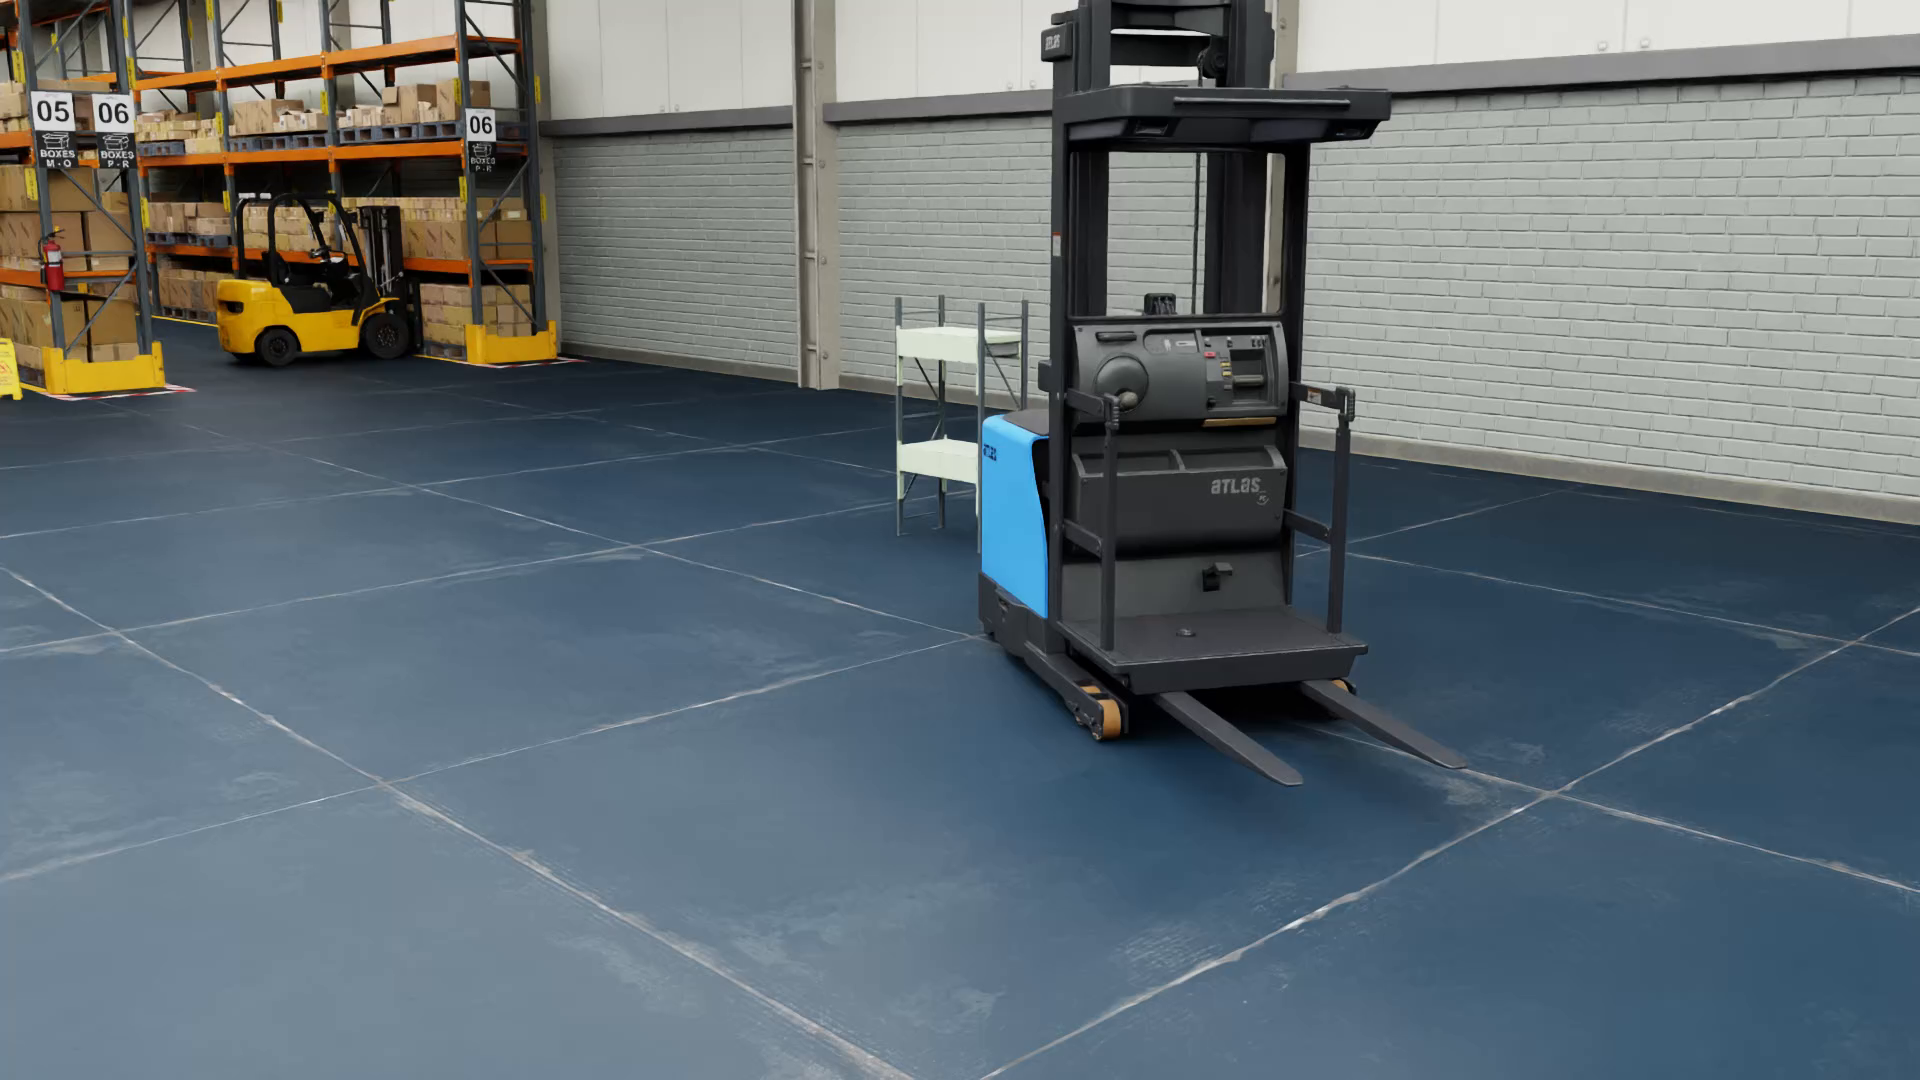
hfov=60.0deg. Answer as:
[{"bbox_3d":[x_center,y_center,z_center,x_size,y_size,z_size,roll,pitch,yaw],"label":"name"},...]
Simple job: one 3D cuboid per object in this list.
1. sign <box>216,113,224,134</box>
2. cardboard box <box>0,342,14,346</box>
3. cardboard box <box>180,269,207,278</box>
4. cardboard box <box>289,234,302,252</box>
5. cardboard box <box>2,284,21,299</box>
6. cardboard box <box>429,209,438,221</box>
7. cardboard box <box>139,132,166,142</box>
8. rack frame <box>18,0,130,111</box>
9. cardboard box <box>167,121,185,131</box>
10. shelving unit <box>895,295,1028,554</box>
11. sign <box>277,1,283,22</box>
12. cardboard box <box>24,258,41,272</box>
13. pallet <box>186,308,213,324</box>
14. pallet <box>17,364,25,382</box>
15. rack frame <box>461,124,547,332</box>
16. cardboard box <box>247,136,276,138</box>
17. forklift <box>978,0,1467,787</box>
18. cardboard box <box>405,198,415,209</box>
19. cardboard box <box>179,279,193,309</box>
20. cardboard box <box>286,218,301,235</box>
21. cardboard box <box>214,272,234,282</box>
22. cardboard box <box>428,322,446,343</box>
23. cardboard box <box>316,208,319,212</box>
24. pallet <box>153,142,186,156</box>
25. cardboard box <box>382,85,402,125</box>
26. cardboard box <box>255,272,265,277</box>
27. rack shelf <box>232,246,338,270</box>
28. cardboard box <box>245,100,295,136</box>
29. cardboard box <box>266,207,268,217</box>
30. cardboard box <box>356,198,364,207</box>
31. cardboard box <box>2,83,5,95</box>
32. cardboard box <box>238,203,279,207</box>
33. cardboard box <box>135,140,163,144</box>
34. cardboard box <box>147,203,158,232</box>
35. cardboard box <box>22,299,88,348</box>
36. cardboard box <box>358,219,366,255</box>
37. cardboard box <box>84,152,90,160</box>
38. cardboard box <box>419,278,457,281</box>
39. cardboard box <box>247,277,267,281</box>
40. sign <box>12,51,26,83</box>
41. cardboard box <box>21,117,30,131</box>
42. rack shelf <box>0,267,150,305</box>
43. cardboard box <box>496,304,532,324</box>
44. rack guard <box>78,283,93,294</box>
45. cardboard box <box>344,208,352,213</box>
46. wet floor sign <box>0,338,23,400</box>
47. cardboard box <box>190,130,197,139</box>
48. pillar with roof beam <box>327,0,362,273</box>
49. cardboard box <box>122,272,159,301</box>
[{"bbox_3d":[-11.818,-6.652,26.550,0.100,0.325,0.005,-11,16,-43],"label":"sign"},{"bbox_3d":[-10.957,-2.237,19.608,0.500,0.250,0.500,11,16,43],"label":"cardboard box"},{"bbox_3d":[-13.499,-4.695,29.311,0.380,0.149,0.250,-11,16,-44],"label":"cardboard box"},{"bbox_3d":[-9.871,-4.534,25.357,0.500,0.250,0.500,-11,16,-42],"label":"cardboard box"},{"bbox_3d":[-10.883,-2.890,19.311,0.380,0.149,0.250,-10,15,-40],"label":"cardboard box"},{"bbox_3d":[-6.837,-4.333,22.153,0.380,0.149,0.250,-11,16,-43],"label":"cardboard box"},{"bbox_3d":[-14.114,-7.048,29.086,0.380,0.149,0.250,-11,16,-42],"label":"cardboard box"},{"bbox_3d":[-9.487,-6.083,17.638,1.000,3.000,0.127,-11,16,-43],"label":"rack frame"},{"bbox_3d":[-13.191,-7.014,28.184,0.380,0.149,0.250,-11,16,-42],"label":"cardboard box"},{"bbox_3d":[0.005,-0.734,10.255,0.431,1.500,0.755,-11,16,-43],"label":"shelving unit"},{"bbox_3d":[-11.025,-8.556,26.932,0.100,0.325,0.005,-11,16,-43],"label":"sign"},{"bbox_3d":[-10.155,-3.068,18.493,0.380,0.149,0.250,-11,16,-43],"label":"cardboard box"},{"bbox_3d":[-12.750,-3.931,28.970,1.003,0.211,1.213,-11,16,-43],"label":"pallet"},{"bbox_3d":[-10.913,-2.092,20.042,1.003,0.211,1.213,-11,16,-43],"label":"pallet"},{"bbox_3d":[-5.899,-3.837,21.603,1.000,3.000,0.127,-11,16,-43],"label":"rack frame"},{"bbox_3d":[-11.503,-6.682,27.363,0.380,0.149,0.250,-11,16,-42],"label":"cardboard box"},{"bbox_3d":[0.980,-0.730,6.692,1.130,2.935,3.031,-3,12,-15],"label":"forklift"},{"bbox_3d":[-7.253,-4.545,22.445,0.380,0.149,0.250,-10,16,-41],"label":"cardboard box"},{"bbox_3d":[-13.298,-4.318,29.092,0.500,0.500,0.500,11,16,43],"label":"cardboard box"},{"bbox_3d":[-9.895,-4.778,25.302,0.500,0.250,0.500,-10,16,-41],"label":"cardboard box"},{"bbox_3d":[-12.309,-4.421,27.982,0.250,0.149,0.380,11,16,43],"label":"cardboard box"},{"bbox_3d":[-6.789,-2.795,22.316,0.500,0.250,0.500,-11,16,-43],"label":"cardboard box"},{"bbox_3d":[-9.380,-4.885,24.832,0.380,0.149,0.250,-11,16,-43],"label":"cardboard box"},{"bbox_3d":[-13.068,-6.710,28.578,1.213,0.211,1.003,-11,16,-43],"label":"pallet"},{"bbox_3d":[-7.392,-5.896,22.620,0.797,0.503,0.637,-10,15,-41],"label":"cardboard box"},{"bbox_3d":[-11.723,-4.466,28.201,0.380,0.149,0.250,-10,15,-41],"label":"cardboard box"},{"bbox_3d":[-10.043,-4.361,25.926,1.077,0.370,4.000,-11,16,-43],"label":"rack shelf"},{"bbox_3d":[-10.679,-6.578,25.937,0.700,0.500,0.500,-11,16,-44],"label":"cardboard box"},{"bbox_3d":[-10.651,-5.142,26.082,0.380,0.149,0.250,-11,16,-42],"label":"cardboard box"},{"bbox_3d":[-8.397,-4.822,23.792,0.380,0.149,0.250,-11,16,-42],"label":"cardboard box"},{"bbox_3d":[-10.411,-5.012,18.517,0.380,0.149,0.250,-11,16,-42],"label":"cardboard box"},{"bbox_3d":[-11.666,-5.356,27.688,0.500,0.500,0.500,-10,15,-40],"label":"cardboard box"},{"bbox_3d":[-14.701,-7.165,29.958,0.500,0.250,0.500,-11,16,-42],"label":"cardboard box"},{"bbox_3d":[-14.014,-5.741,29.557,0.700,0.500,0.500,-10,16,-41],"label":"cardboard box"},{"bbox_3d":[-10.228,-2.452,18.794,0.500,0.500,0.500,-11,16,-42],"label":"cardboard box"},{"bbox_3d":[-8.172,-4.295,23.578,0.500,0.500,0.500,-11,16,-42],"label":"cardboard box"},{"bbox_3d":[-16.434,-7.314,31.669,0.380,0.149,0.250,-10,16,-41],"label":"cardboard box"},{"bbox_3d":[-7.481,-3.577,23.637,0.500,0.250,0.500,-11,16,-42],"label":"cardboard box"},{"bbox_3d":[-11.003,-3.954,27.016,0.875,0.625,0.625,-10,15,-41],"label":"cardboard box"},{"bbox_3d":[-9.902,-4.973,17.490,0.100,0.325,0.005,-11,16,-43],"label":"sign"},{"bbox_3d":[-9.935,-4.504,18.029,0.380,0.149,0.250,-11,16,-42],"label":"cardboard box"},{"bbox_3d":[-10.868,-3.085,19.732,1.077,0.370,4.000,-11,16,-43],"label":"rack shelf"},{"bbox_3d":[-6.074,-3.039,22.261,0.500,0.250,0.500,-11,16,-42],"label":"cardboard box"},{"bbox_3d":[-16.896,-4.937,33.135,1.175,0.500,0.348,-11,16,-43],"label":"rack guard"},{"bbox_3d":[-8.632,-4.705,23.957,0.380,0.149,0.250,-11,16,-43],"label":"cardboard box"},{"bbox_3d":[-10.129,-1.815,17.622,0.267,0.644,0.232,-5,13,-23],"label":"wet floor sign"},{"bbox_3d":[-12.712,-6.805,27.960,0.380,0.149,0.250,-10,15,-41],"label":"cardboard box"},{"bbox_3d":[-12.985,-7.279,23.439,9.100,9.000,0.400,-11,16,-43],"label":"pillar with roof beam"},{"bbox_3d":[-15.316,-4.770,31.282,0.500,0.500,0.700,11,16,43],"label":"cardboard box"}]
